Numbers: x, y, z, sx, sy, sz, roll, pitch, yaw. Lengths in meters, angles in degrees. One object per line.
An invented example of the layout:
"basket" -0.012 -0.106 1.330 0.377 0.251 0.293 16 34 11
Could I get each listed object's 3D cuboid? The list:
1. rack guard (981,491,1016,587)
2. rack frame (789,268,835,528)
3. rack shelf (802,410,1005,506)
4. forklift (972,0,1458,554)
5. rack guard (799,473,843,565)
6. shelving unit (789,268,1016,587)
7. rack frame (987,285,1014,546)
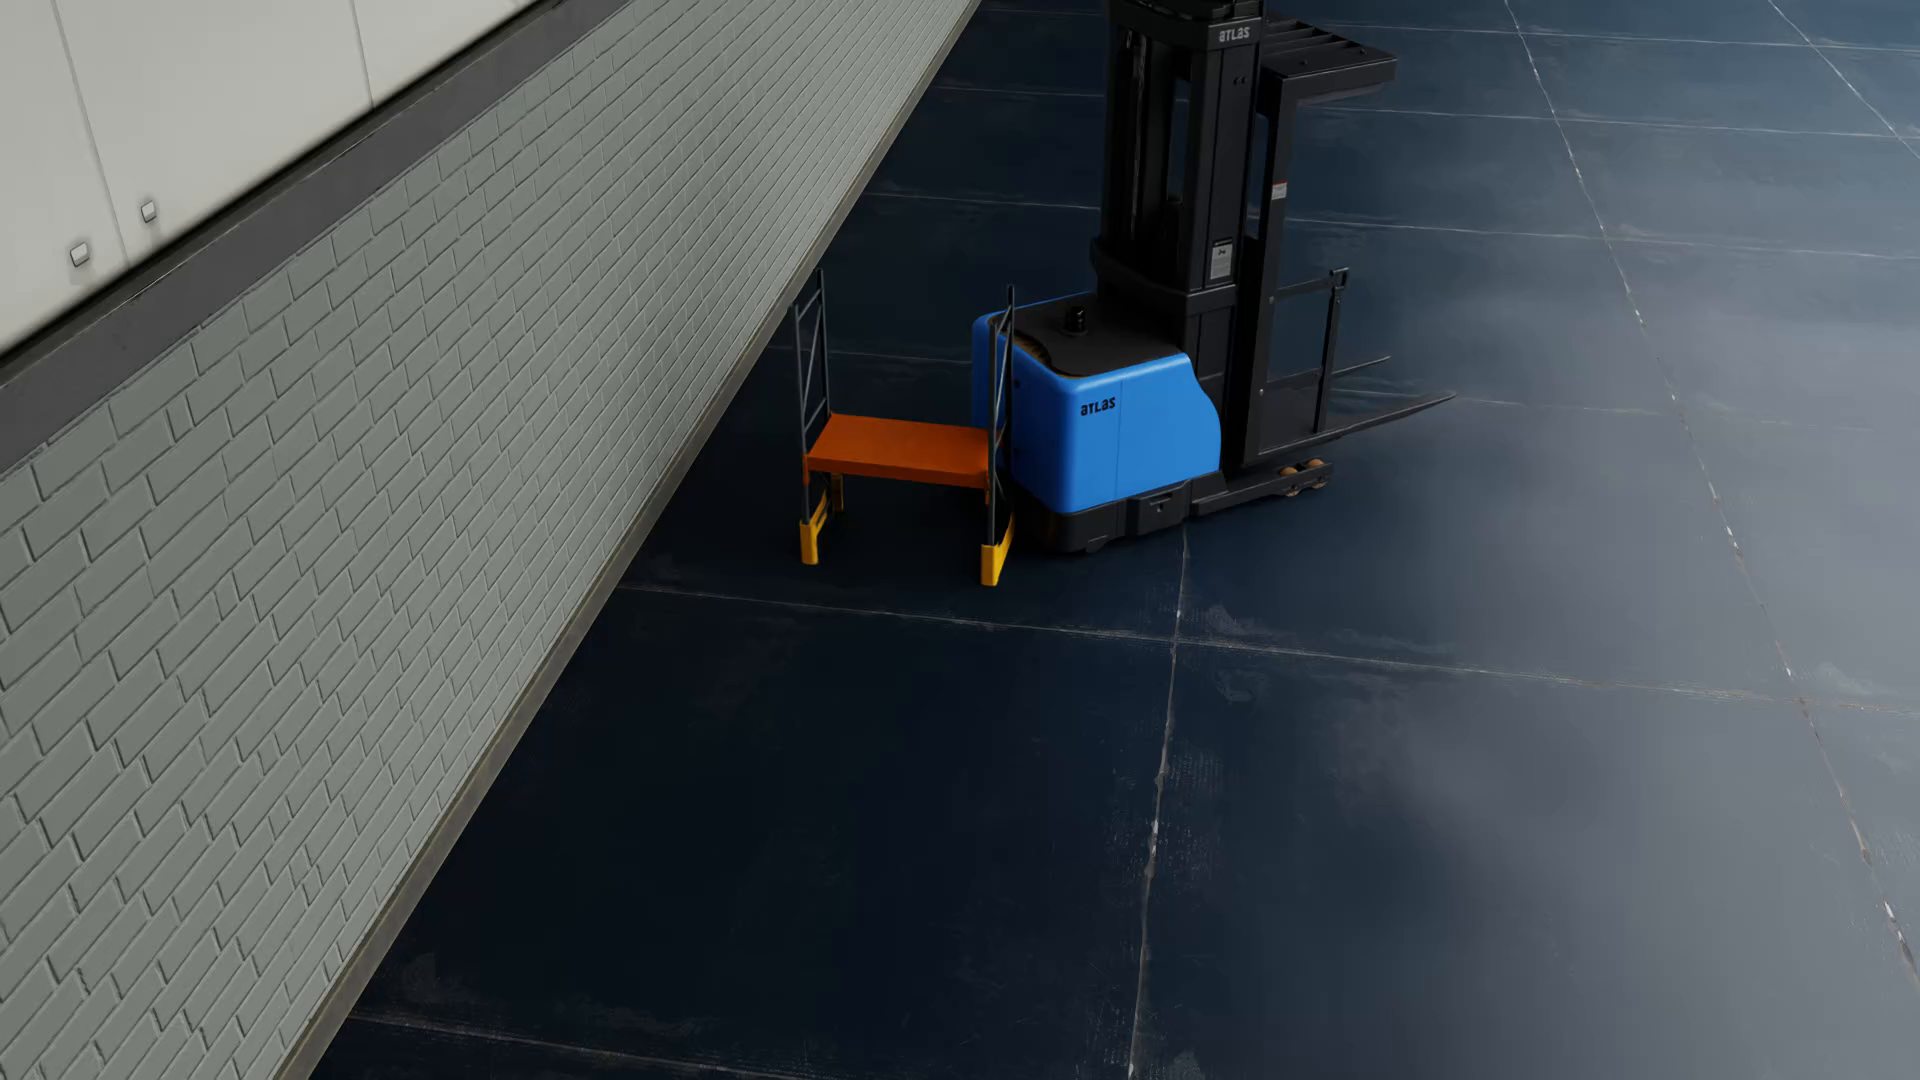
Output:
"rack guard" 0.210 -0.011 9.033 0.087 0.250 0.587 7 33 10
"rack frame" -0.783 -0.655 8.883 0.032 1.500 0.500 7 33 10
"rack shelf" -0.286 -0.446 8.887 1.000 0.185 0.538 7 33 10
"forklift" 1.593 -1.723 9.240 3.031 2.935 1.130 -16 36 -24
"rack guard" -0.764 -0.123 9.211 0.087 0.250 0.587 7 33 10
"shelving unit" -0.277 -0.597 8.790 1.083 1.500 0.587 7 33 10
"rack frame" 0.211 -0.541 8.701 0.032 1.500 0.500 7 33 10
